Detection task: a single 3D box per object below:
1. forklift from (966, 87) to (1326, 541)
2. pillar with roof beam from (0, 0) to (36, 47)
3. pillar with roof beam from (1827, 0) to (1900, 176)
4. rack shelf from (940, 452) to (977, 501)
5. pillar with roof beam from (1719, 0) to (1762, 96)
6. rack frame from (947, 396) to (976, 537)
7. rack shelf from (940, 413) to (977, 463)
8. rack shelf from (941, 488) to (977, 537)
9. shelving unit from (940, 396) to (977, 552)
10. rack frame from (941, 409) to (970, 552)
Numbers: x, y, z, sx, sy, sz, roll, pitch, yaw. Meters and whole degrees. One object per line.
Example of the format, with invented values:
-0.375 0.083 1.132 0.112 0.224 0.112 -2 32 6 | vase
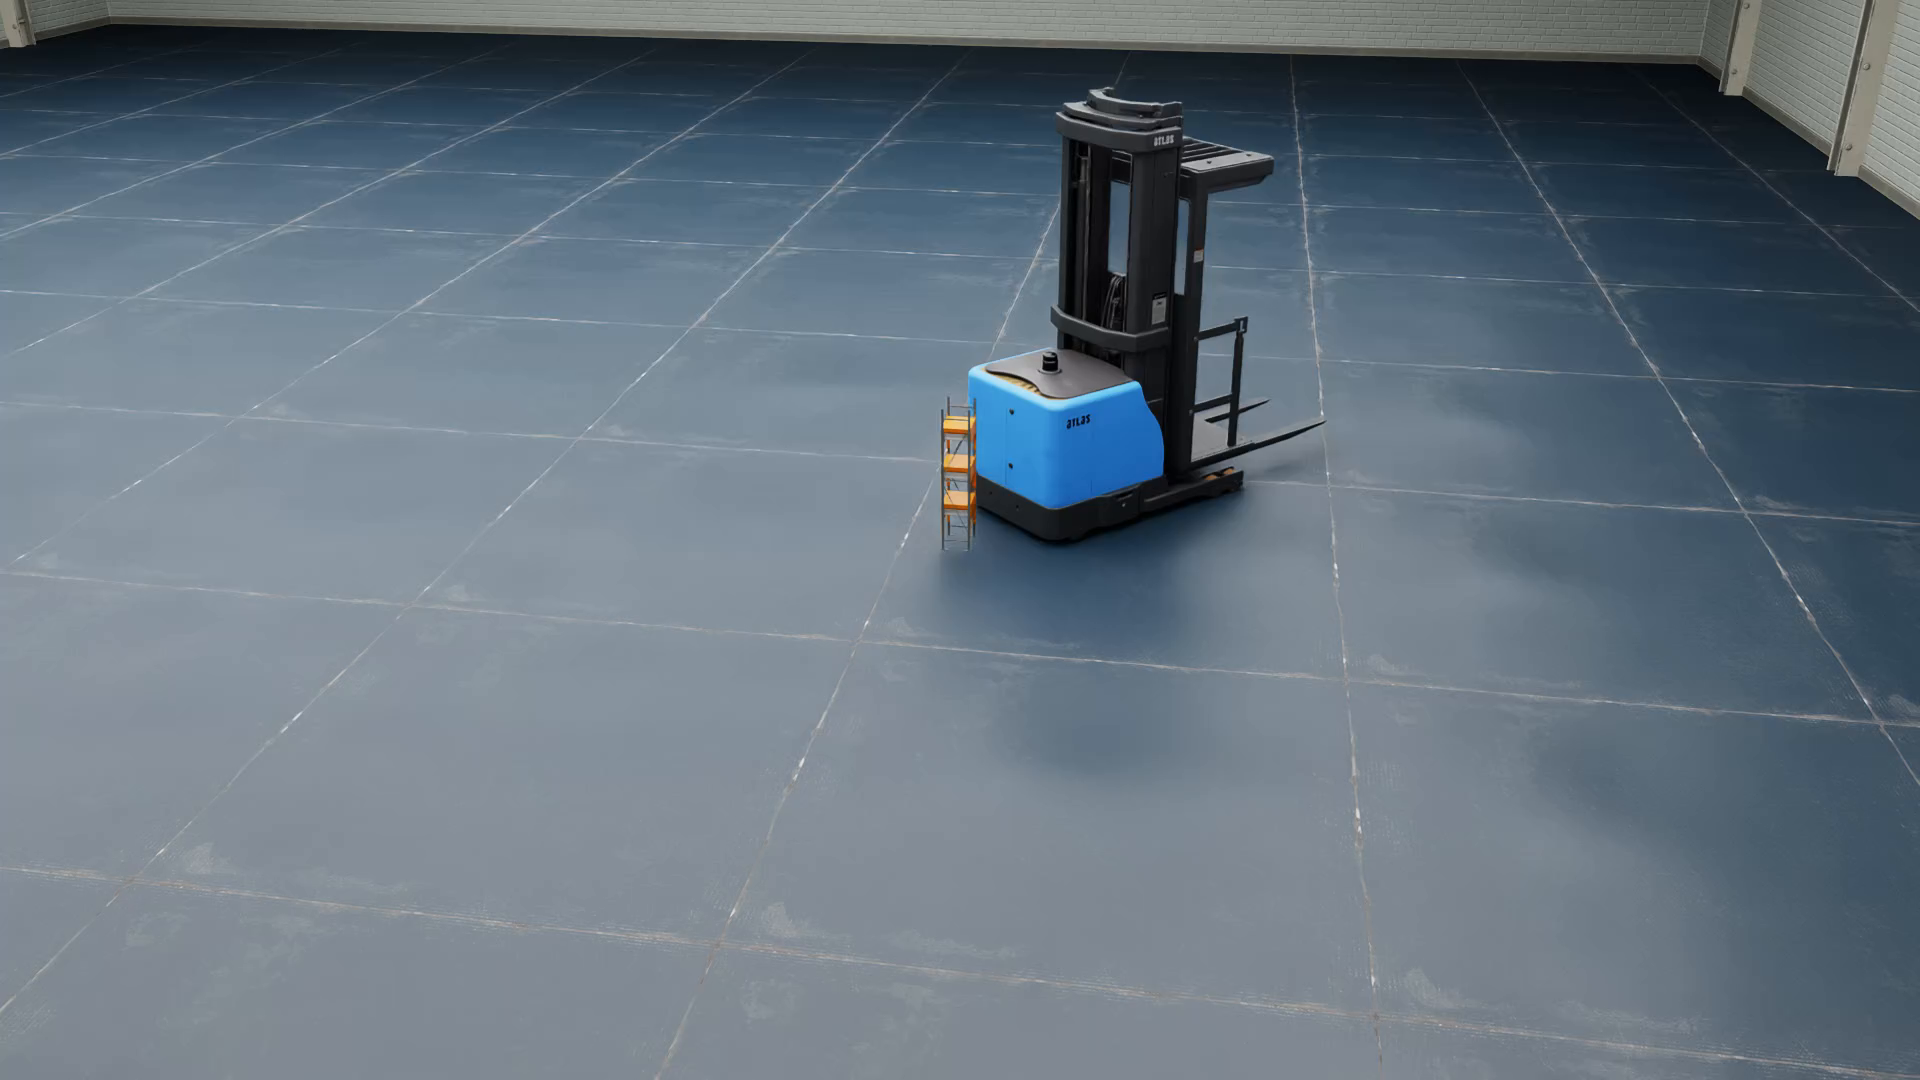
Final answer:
1.524 -1.806 12.196 3.031 2.935 1.130 -18 30 -33 | forklift
-13.989 -13.399 29.806 9.100 9.000 0.400 4 25 9 | pillar with roof beam
7.613 -9.304 21.057 9.100 9.000 0.400 4 25 9 | pillar with roof beam
-0.009 -0.444 11.528 0.215 0.259 0.240 4 25 9 | rack shelf
8.593 -11.813 26.418 9.100 9.000 0.400 4 25 9 | pillar with roof beam
0.011 -0.504 11.633 0.200 1.050 0.008 4 25 9 | rack frame
-0.009 -0.701 11.408 0.215 0.259 0.240 4 25 9 | rack shelf
-0.009 -0.192 11.646 0.215 0.259 0.240 4 25 9 | rack shelf
-0.009 -0.453 11.524 0.215 1.050 0.252 4 25 9 | shelving unit
-0.029 -0.402 11.415 0.200 1.050 0.008 4 25 9 | rack frame
